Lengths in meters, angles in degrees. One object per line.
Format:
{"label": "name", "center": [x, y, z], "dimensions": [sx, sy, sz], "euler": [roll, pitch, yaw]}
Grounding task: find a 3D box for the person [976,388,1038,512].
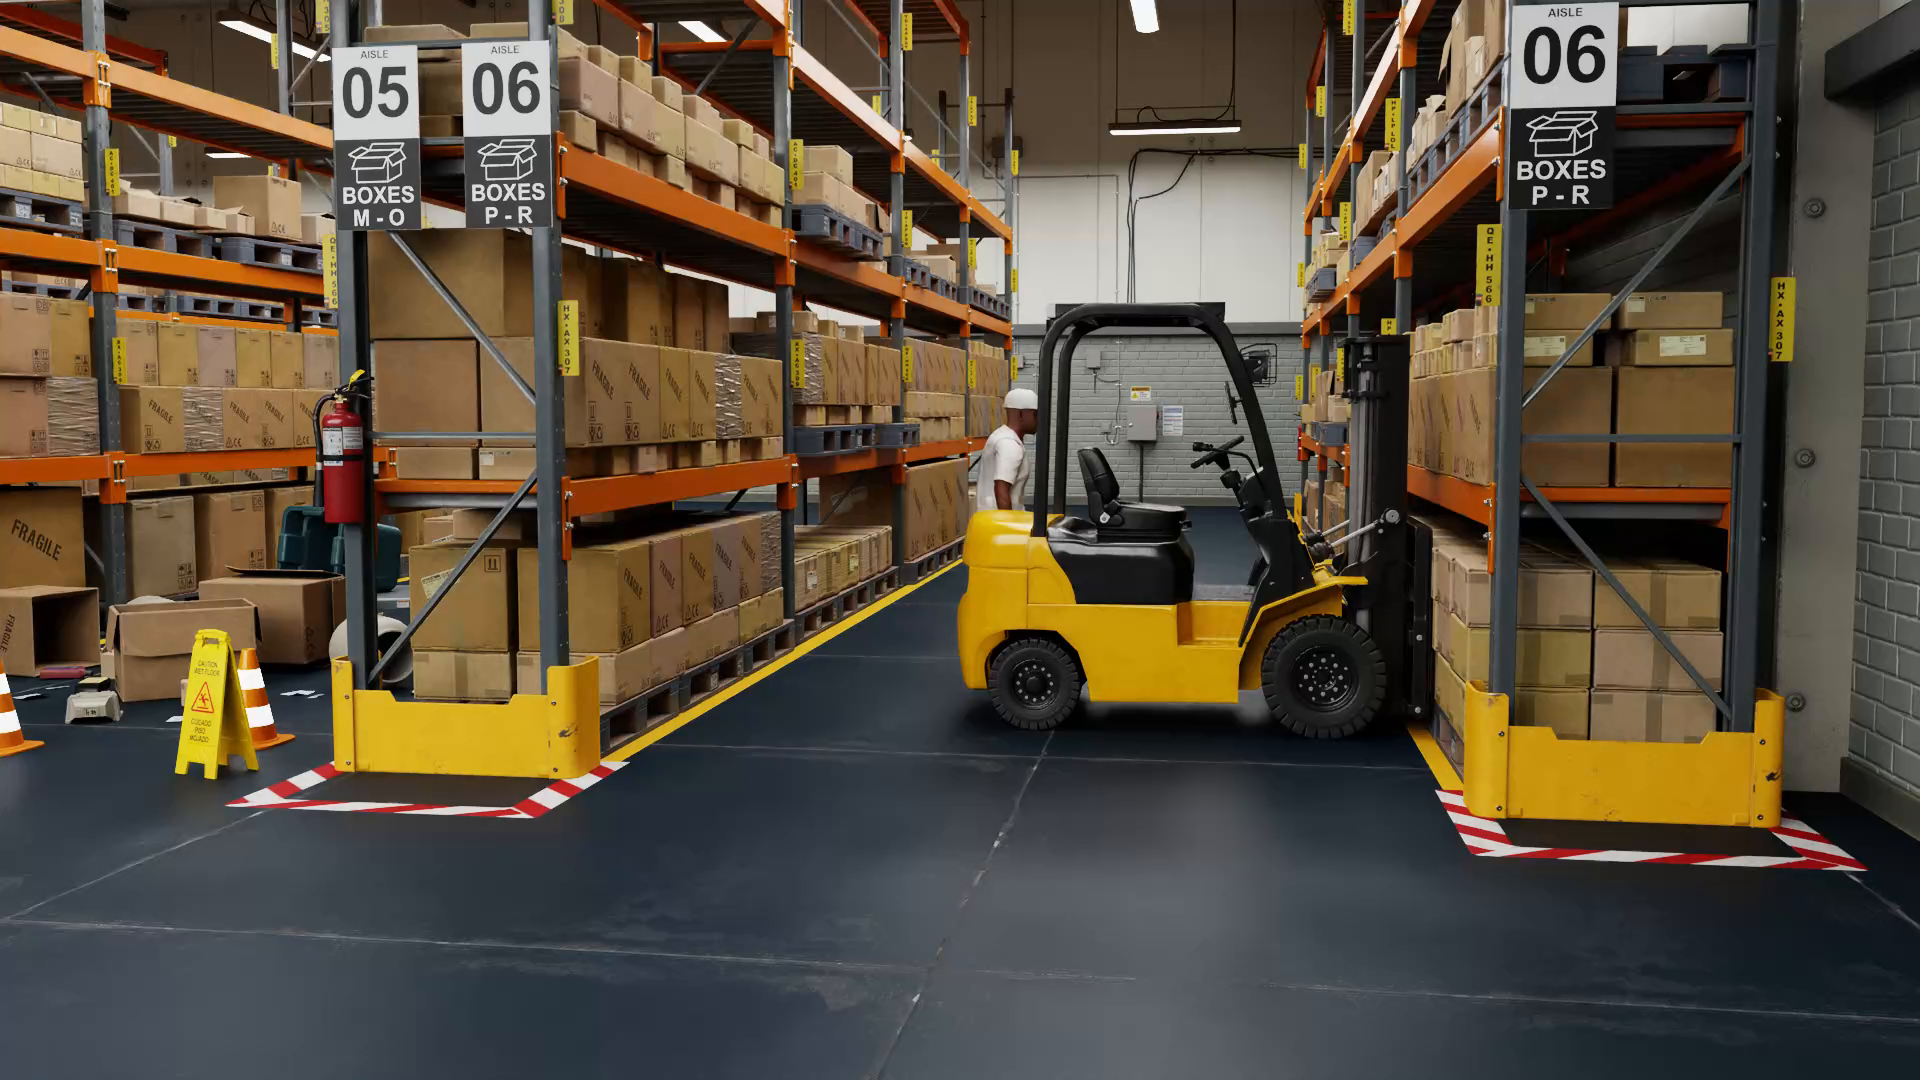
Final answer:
{"label": "person", "center": [0.331, -0.077, 10.551], "dimensions": [0.455, 1.757, 0.635], "euler": [0, 4, 6]}
